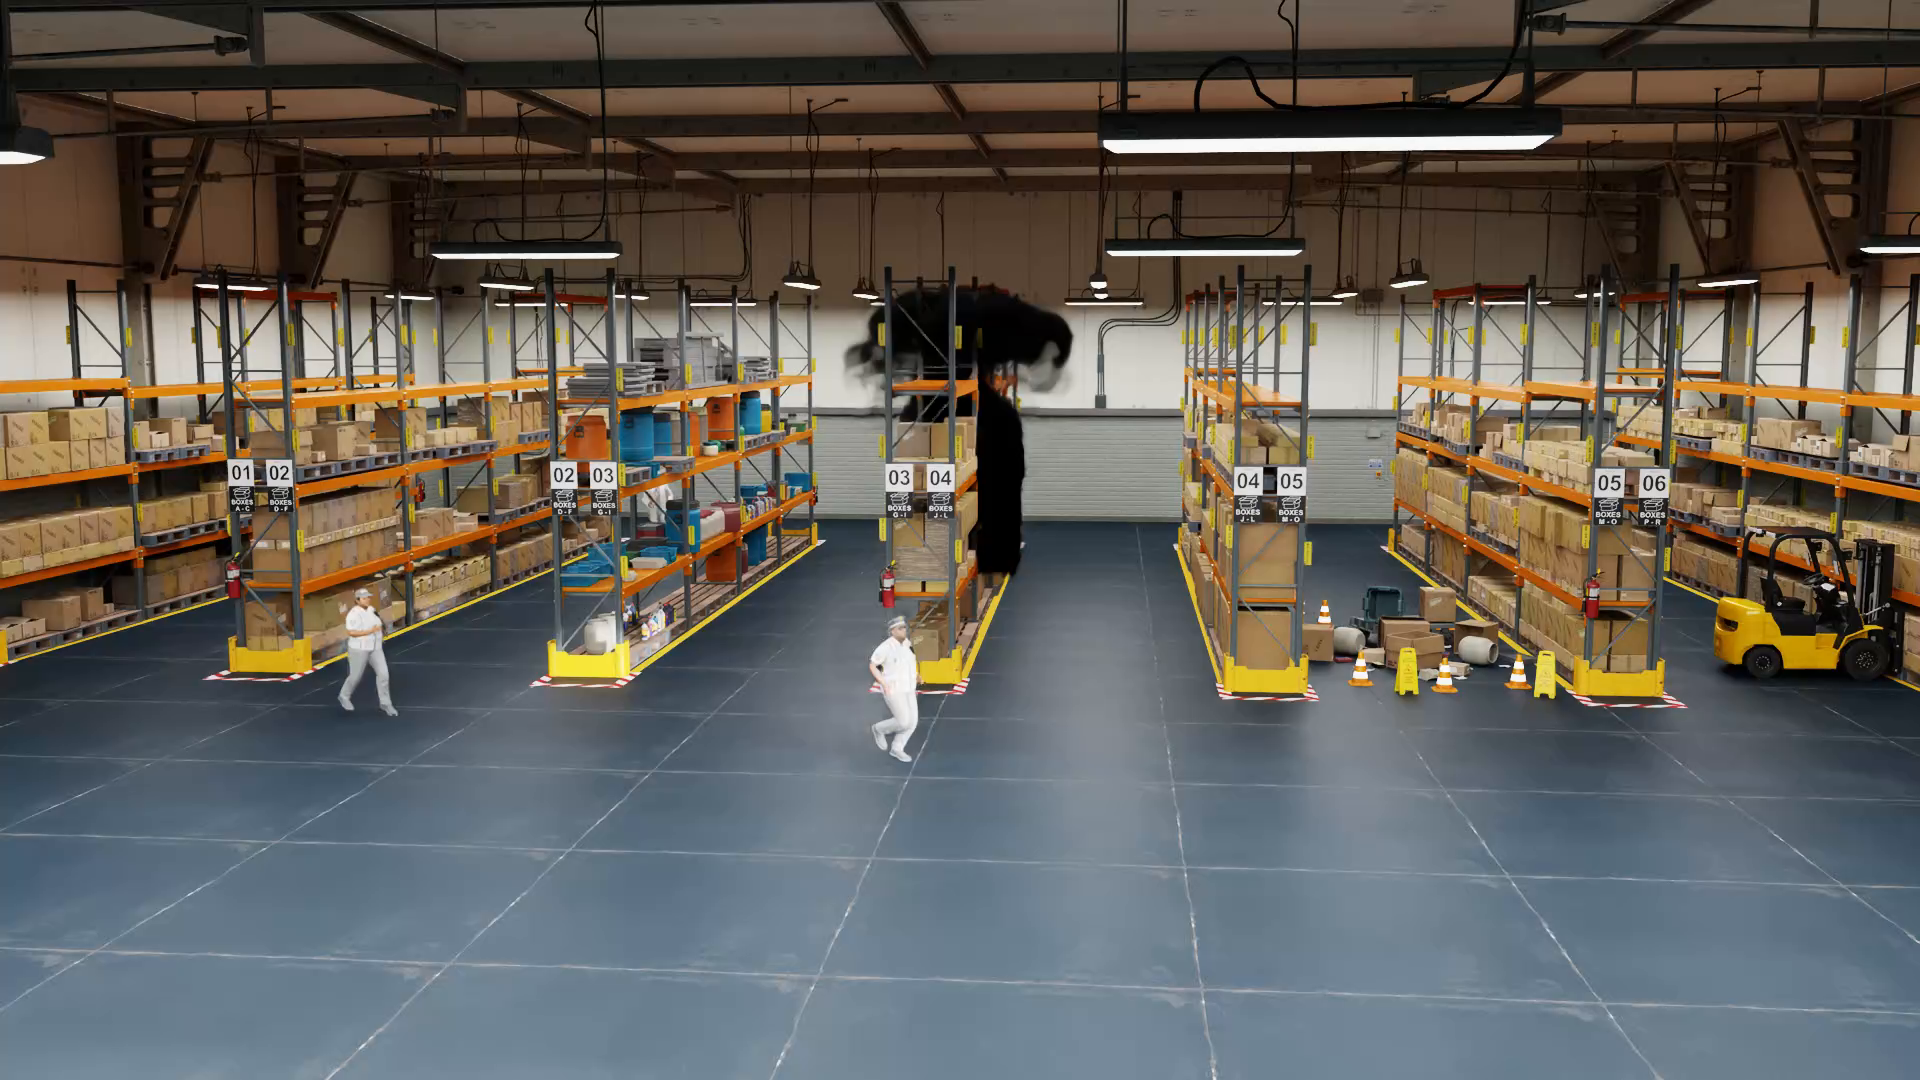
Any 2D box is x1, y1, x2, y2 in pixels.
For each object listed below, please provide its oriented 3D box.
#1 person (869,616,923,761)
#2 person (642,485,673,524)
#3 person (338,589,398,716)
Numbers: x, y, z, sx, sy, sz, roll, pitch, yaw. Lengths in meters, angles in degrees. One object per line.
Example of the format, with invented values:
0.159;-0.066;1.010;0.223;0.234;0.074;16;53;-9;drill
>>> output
-0.732;1.764;19.780;0.599;1.745;0.667;6;9;39;person
-7.200;-0.668;39.645;0.724;1.758;0.956;-1;7;-7;person
-7.932;1.490;22.166;0.856;1.708;0.600;4;8;30;person
